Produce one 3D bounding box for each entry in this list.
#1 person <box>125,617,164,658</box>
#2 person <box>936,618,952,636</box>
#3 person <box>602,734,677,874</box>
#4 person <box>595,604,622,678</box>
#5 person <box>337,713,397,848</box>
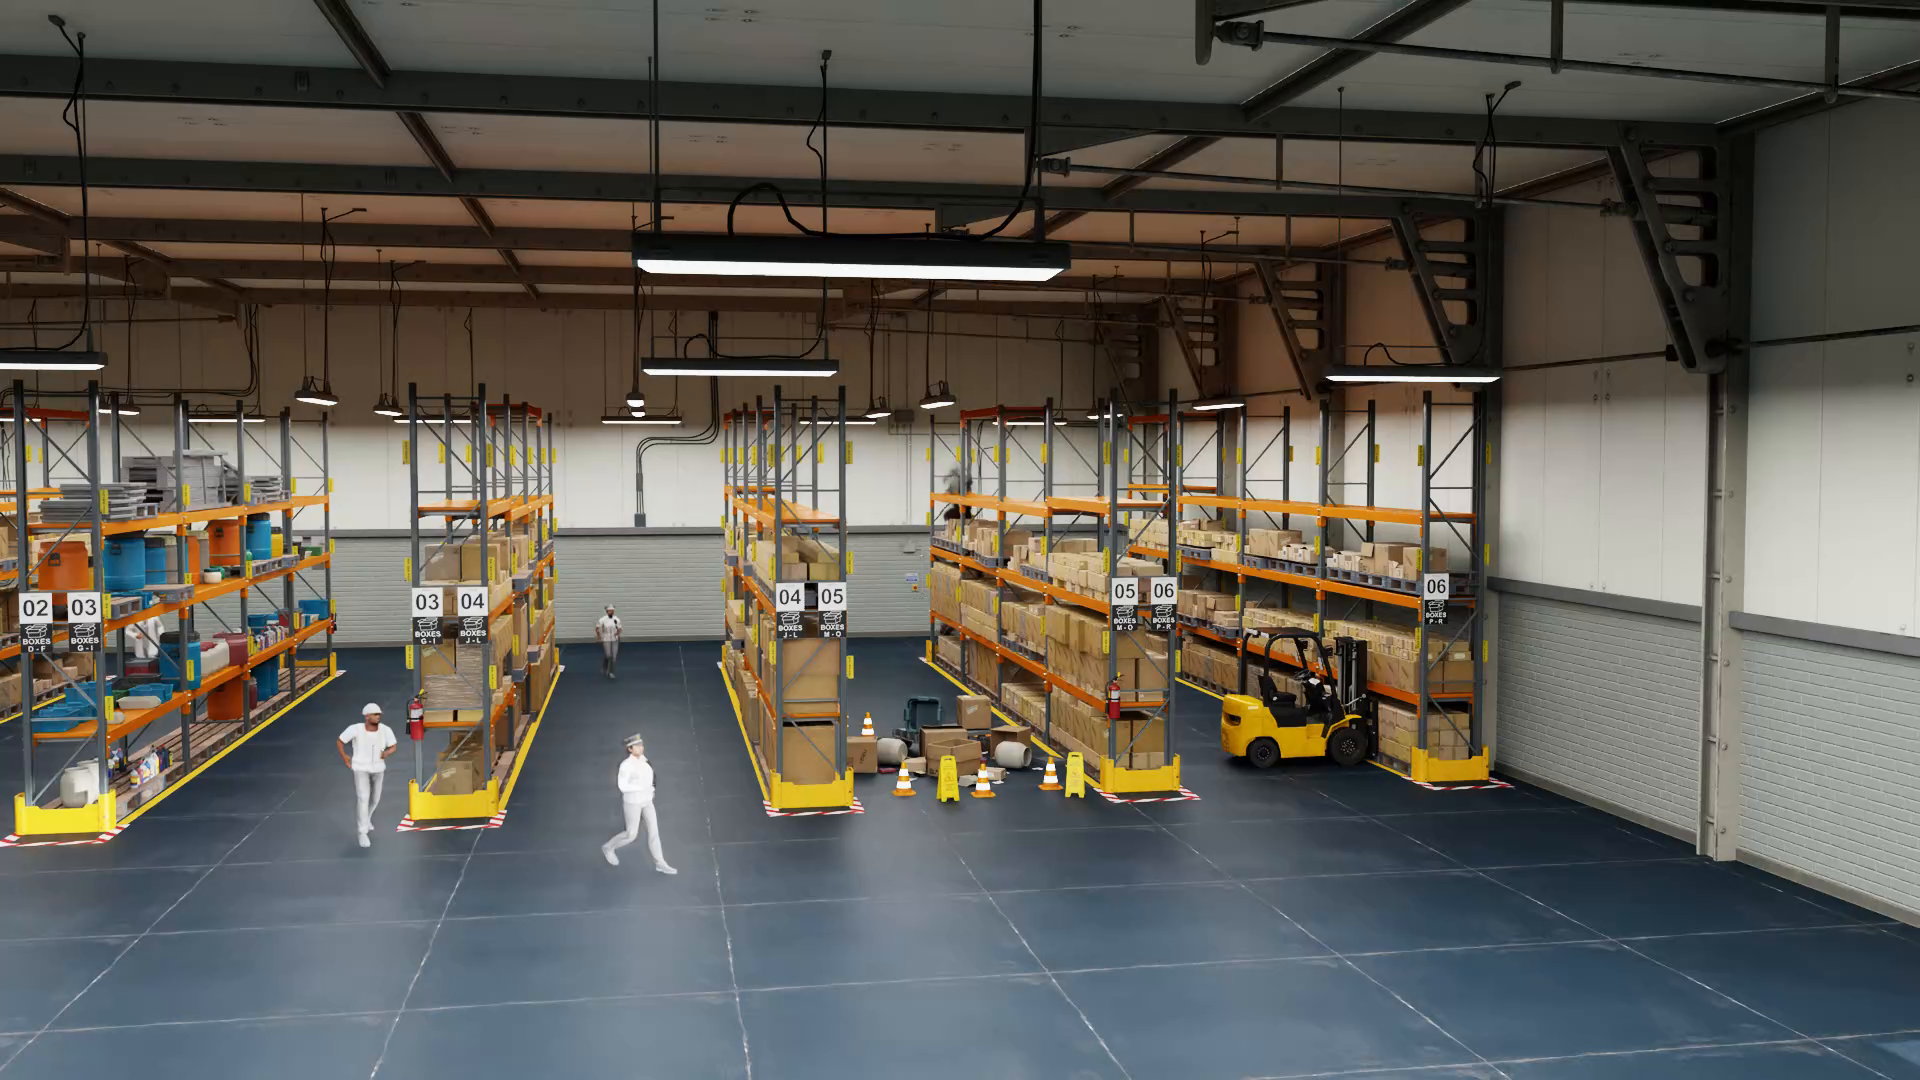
[{"bbox_3d":[-17.459,2.315,35.608,0.746,1.836,0.924,-1,3,-26],"label":"person"},{"bbox_3d":[-0.323,2.030,41.878,0.597,1.717,0.793,0,3,7],"label":"person"},{"bbox_3d":[-3.824,3.130,19.855,1.022,1.655,0.626,2,3,29],"label":"person"},{"bbox_3d":[-7.855,2.273,37.330,0.565,1.663,0.590,-1,3,-24],"label":"person"},{"bbox_3d":[-7.680,3.038,21.697,0.708,1.735,0.964,-2,4,-41],"label":"person"}]
